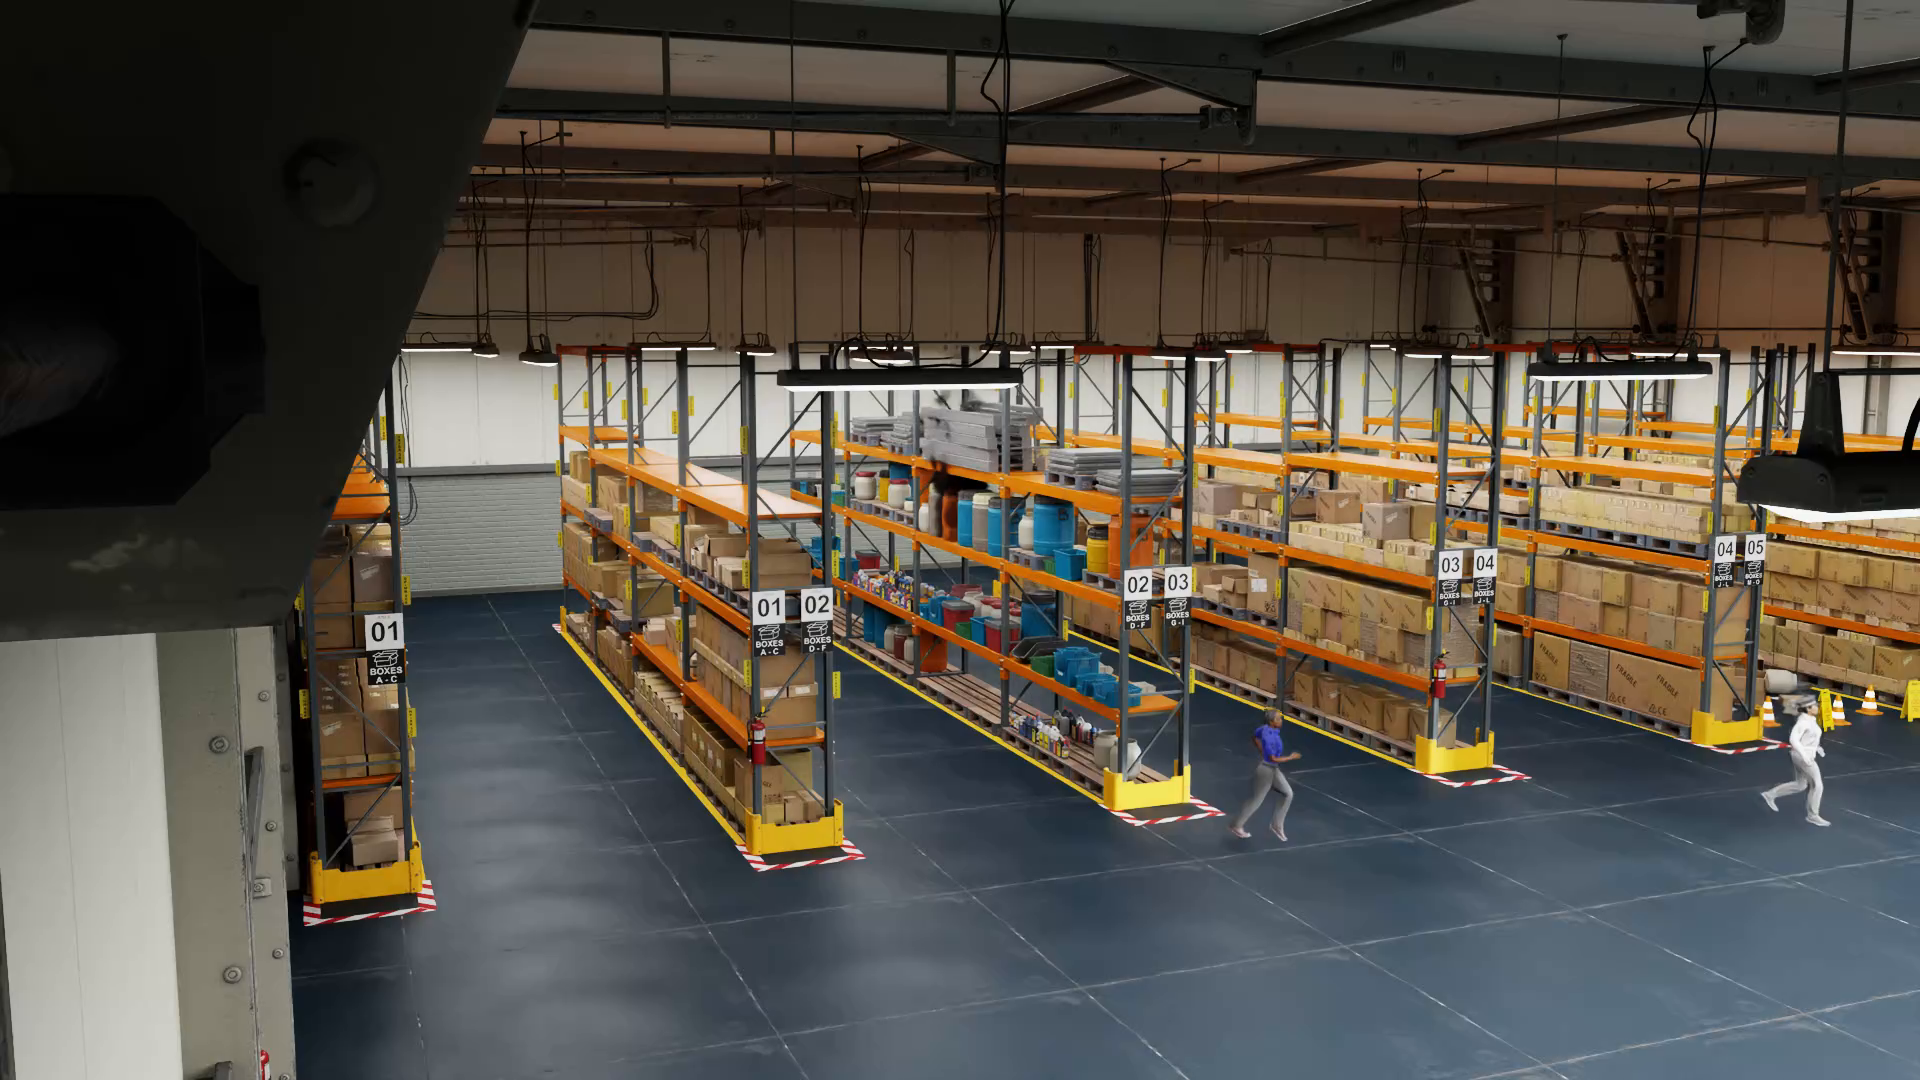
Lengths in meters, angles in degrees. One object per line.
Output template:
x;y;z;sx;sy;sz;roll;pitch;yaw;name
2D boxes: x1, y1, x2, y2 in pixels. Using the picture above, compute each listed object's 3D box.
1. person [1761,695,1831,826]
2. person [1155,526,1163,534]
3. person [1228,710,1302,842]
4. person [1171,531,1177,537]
10.805;2.807;21.366;0.775;1.694;0.632;3;8;24;person
4.820;0.352;40.693;0.633;1.683;0.605;5;9;35;person
3.784;2.915;20.575;0.875;1.691;0.588;2;8;16;person
4.822;0.611;38.547;0.730;1.661;0.651;-2;8;-17;person
